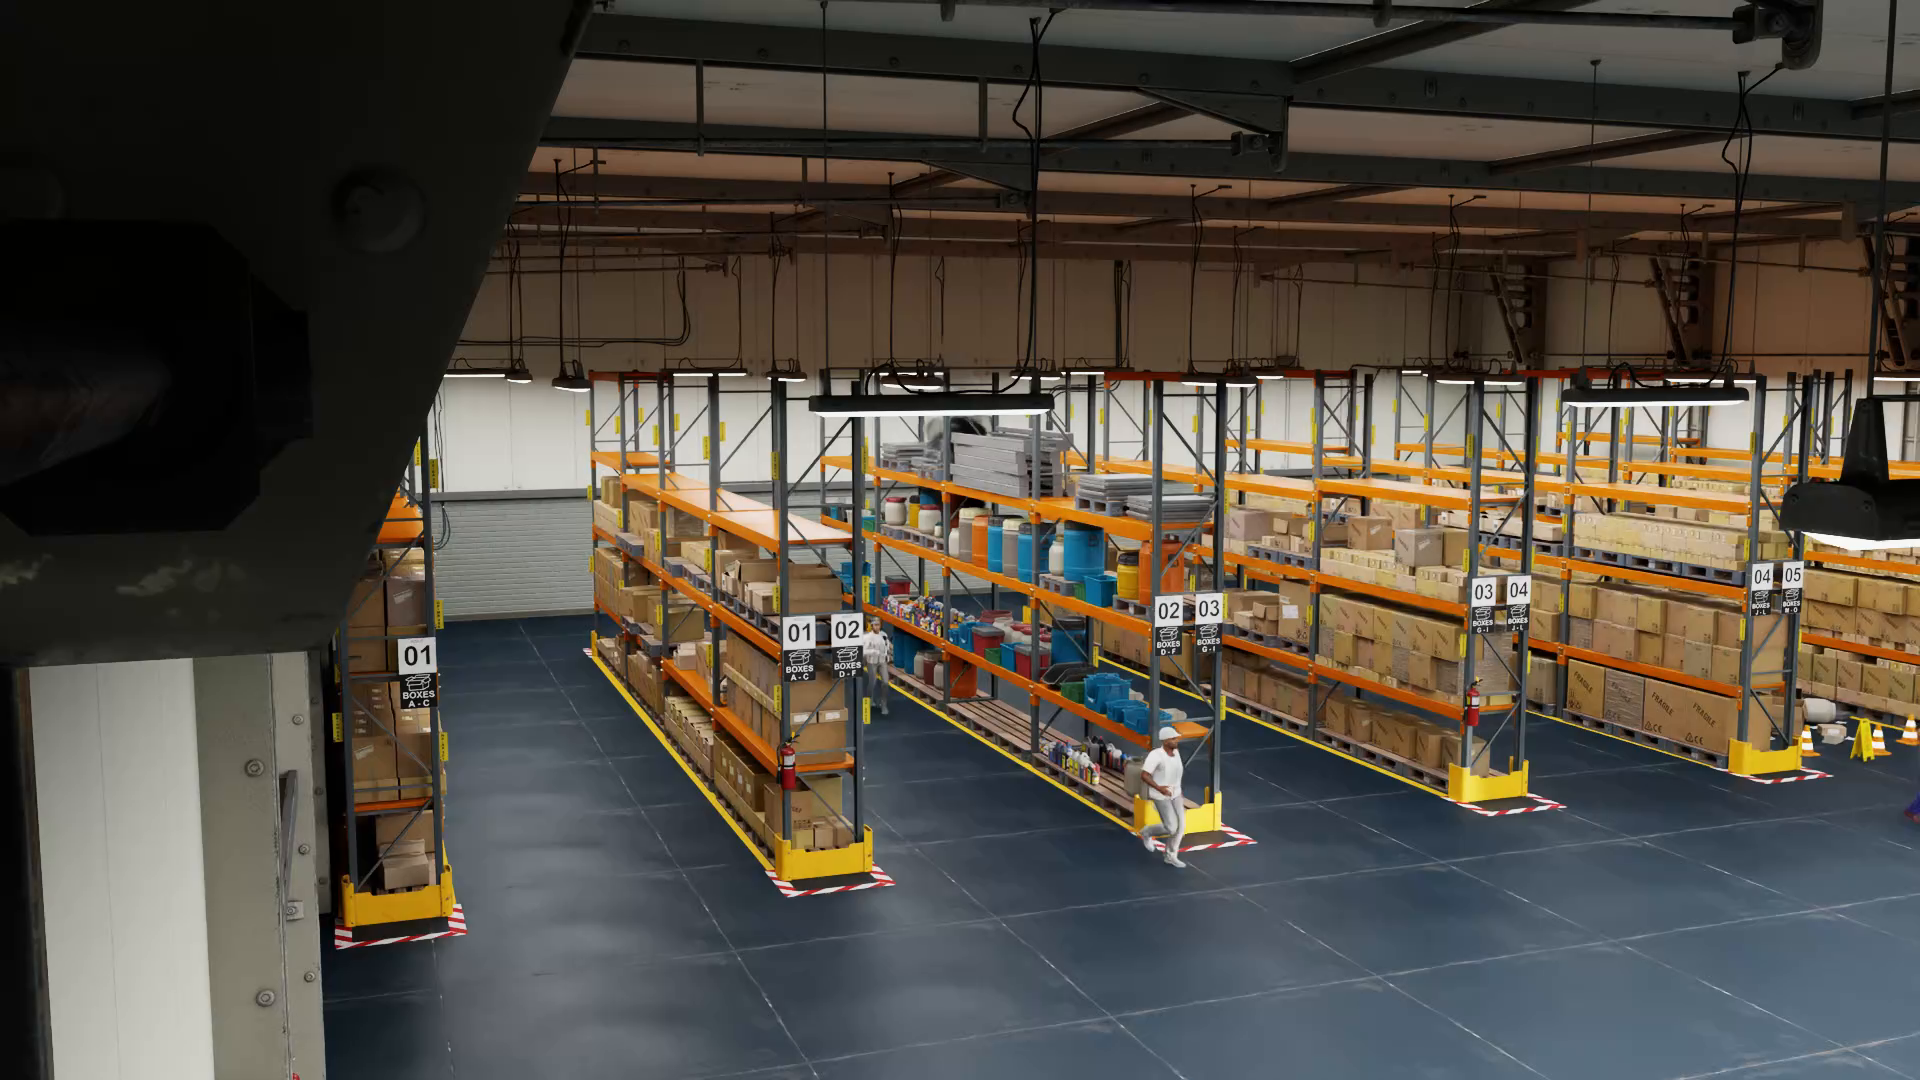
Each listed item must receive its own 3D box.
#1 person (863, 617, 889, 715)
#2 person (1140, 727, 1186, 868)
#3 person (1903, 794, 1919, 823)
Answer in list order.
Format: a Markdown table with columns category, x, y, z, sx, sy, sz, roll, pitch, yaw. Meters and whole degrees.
| category | x | y | z | sx | sy | sz | roll | pitch | yaw |
| --- | --- | --- | --- | --- | --- | --- | --- | --- | --- |
| person | -1.480 | 2.216 | 29.447 | 0.594 | 1.753 | 0.753 | -2 | 7 | -19 |
| person | 2.544 | 3.177 | 20.713 | 0.738 | 1.737 | 0.657 | -6 | 9 | -44 |
| person | 13.114 | 3.054 | 22.227 | 0.832 | 1.690 | 0.626 | 3 | 7 | 23 |
